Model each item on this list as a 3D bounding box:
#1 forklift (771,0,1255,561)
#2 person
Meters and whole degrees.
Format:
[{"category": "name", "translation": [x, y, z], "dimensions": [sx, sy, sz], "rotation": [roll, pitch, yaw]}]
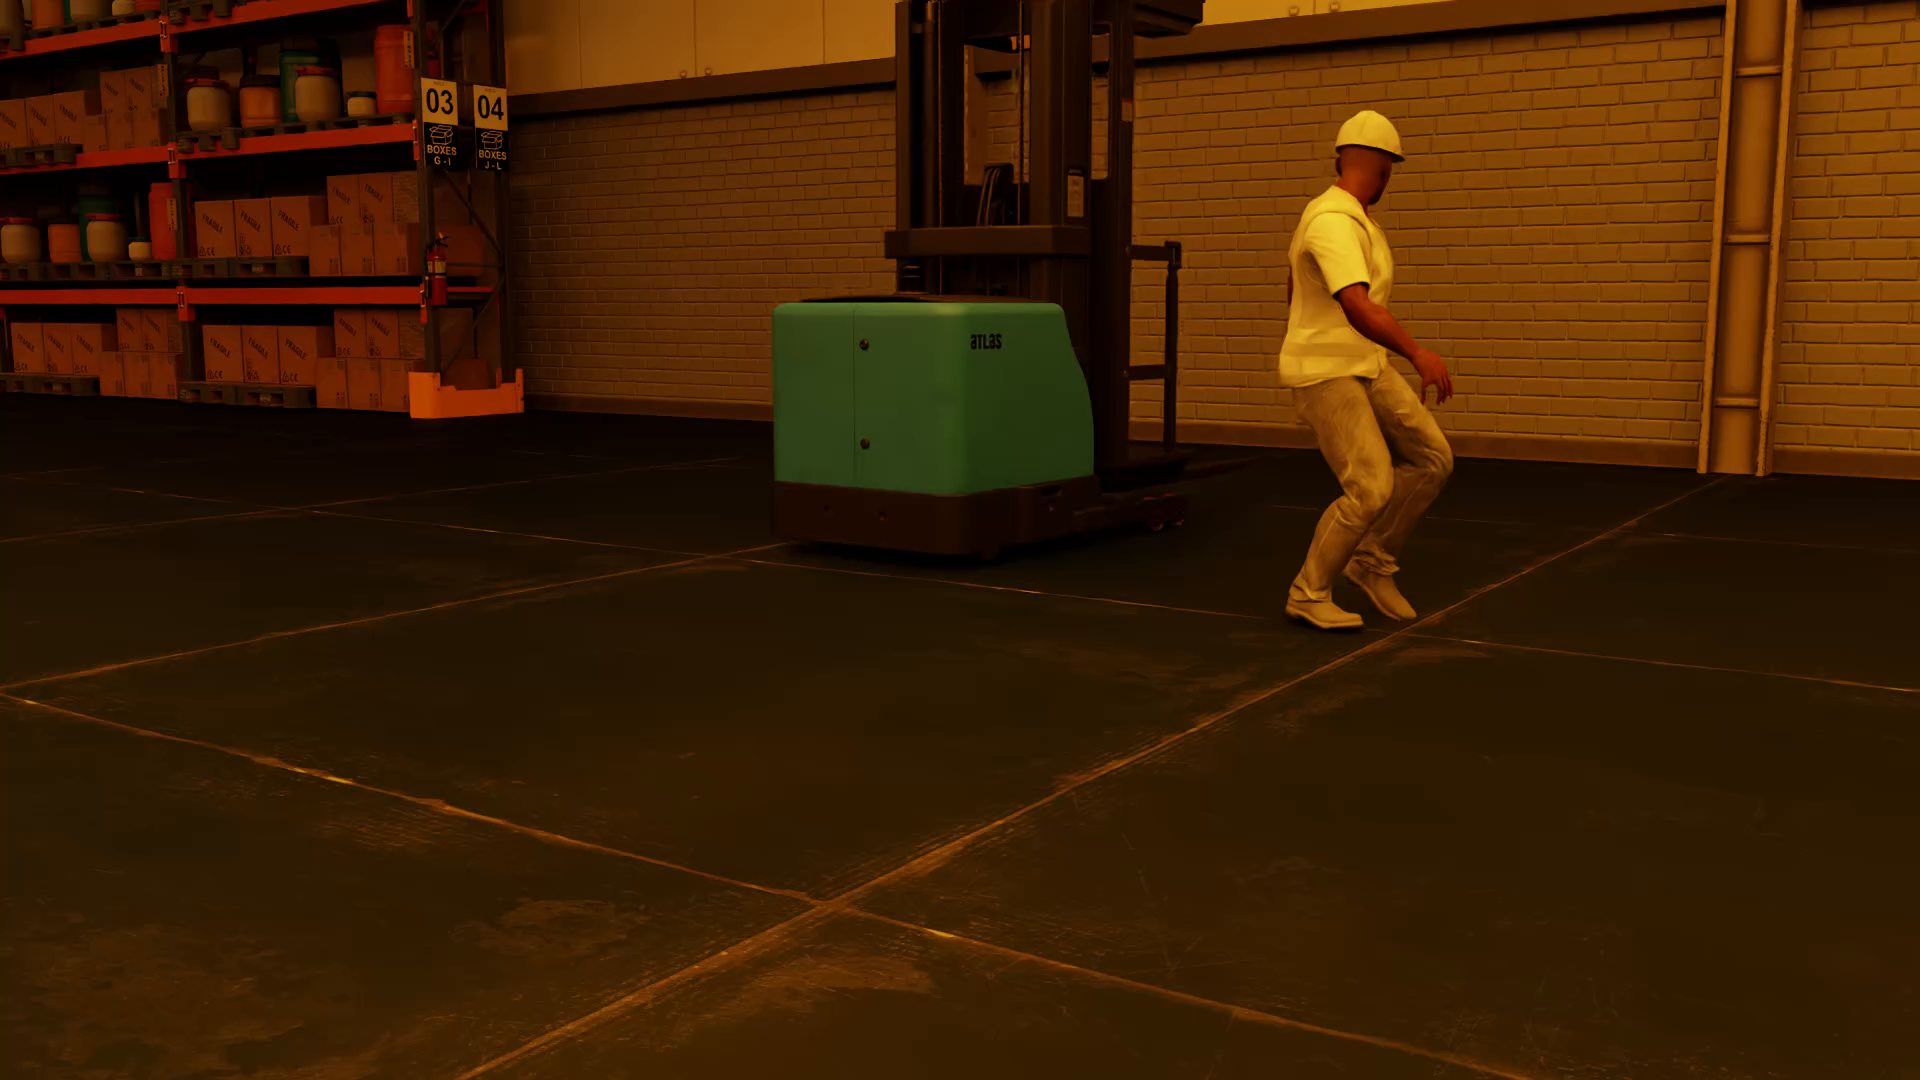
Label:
[{"category": "forklift", "translation": [0.455, -1.529, 7.942], "dimensions": [1.130, 2.935, 3.031], "rotation": [6, 10, 36]}, {"category": "person", "translation": [1.301, -0.544, 5.528], "dimensions": [0.753, 1.712, 0.753], "rotation": [5, 10, 32]}]
